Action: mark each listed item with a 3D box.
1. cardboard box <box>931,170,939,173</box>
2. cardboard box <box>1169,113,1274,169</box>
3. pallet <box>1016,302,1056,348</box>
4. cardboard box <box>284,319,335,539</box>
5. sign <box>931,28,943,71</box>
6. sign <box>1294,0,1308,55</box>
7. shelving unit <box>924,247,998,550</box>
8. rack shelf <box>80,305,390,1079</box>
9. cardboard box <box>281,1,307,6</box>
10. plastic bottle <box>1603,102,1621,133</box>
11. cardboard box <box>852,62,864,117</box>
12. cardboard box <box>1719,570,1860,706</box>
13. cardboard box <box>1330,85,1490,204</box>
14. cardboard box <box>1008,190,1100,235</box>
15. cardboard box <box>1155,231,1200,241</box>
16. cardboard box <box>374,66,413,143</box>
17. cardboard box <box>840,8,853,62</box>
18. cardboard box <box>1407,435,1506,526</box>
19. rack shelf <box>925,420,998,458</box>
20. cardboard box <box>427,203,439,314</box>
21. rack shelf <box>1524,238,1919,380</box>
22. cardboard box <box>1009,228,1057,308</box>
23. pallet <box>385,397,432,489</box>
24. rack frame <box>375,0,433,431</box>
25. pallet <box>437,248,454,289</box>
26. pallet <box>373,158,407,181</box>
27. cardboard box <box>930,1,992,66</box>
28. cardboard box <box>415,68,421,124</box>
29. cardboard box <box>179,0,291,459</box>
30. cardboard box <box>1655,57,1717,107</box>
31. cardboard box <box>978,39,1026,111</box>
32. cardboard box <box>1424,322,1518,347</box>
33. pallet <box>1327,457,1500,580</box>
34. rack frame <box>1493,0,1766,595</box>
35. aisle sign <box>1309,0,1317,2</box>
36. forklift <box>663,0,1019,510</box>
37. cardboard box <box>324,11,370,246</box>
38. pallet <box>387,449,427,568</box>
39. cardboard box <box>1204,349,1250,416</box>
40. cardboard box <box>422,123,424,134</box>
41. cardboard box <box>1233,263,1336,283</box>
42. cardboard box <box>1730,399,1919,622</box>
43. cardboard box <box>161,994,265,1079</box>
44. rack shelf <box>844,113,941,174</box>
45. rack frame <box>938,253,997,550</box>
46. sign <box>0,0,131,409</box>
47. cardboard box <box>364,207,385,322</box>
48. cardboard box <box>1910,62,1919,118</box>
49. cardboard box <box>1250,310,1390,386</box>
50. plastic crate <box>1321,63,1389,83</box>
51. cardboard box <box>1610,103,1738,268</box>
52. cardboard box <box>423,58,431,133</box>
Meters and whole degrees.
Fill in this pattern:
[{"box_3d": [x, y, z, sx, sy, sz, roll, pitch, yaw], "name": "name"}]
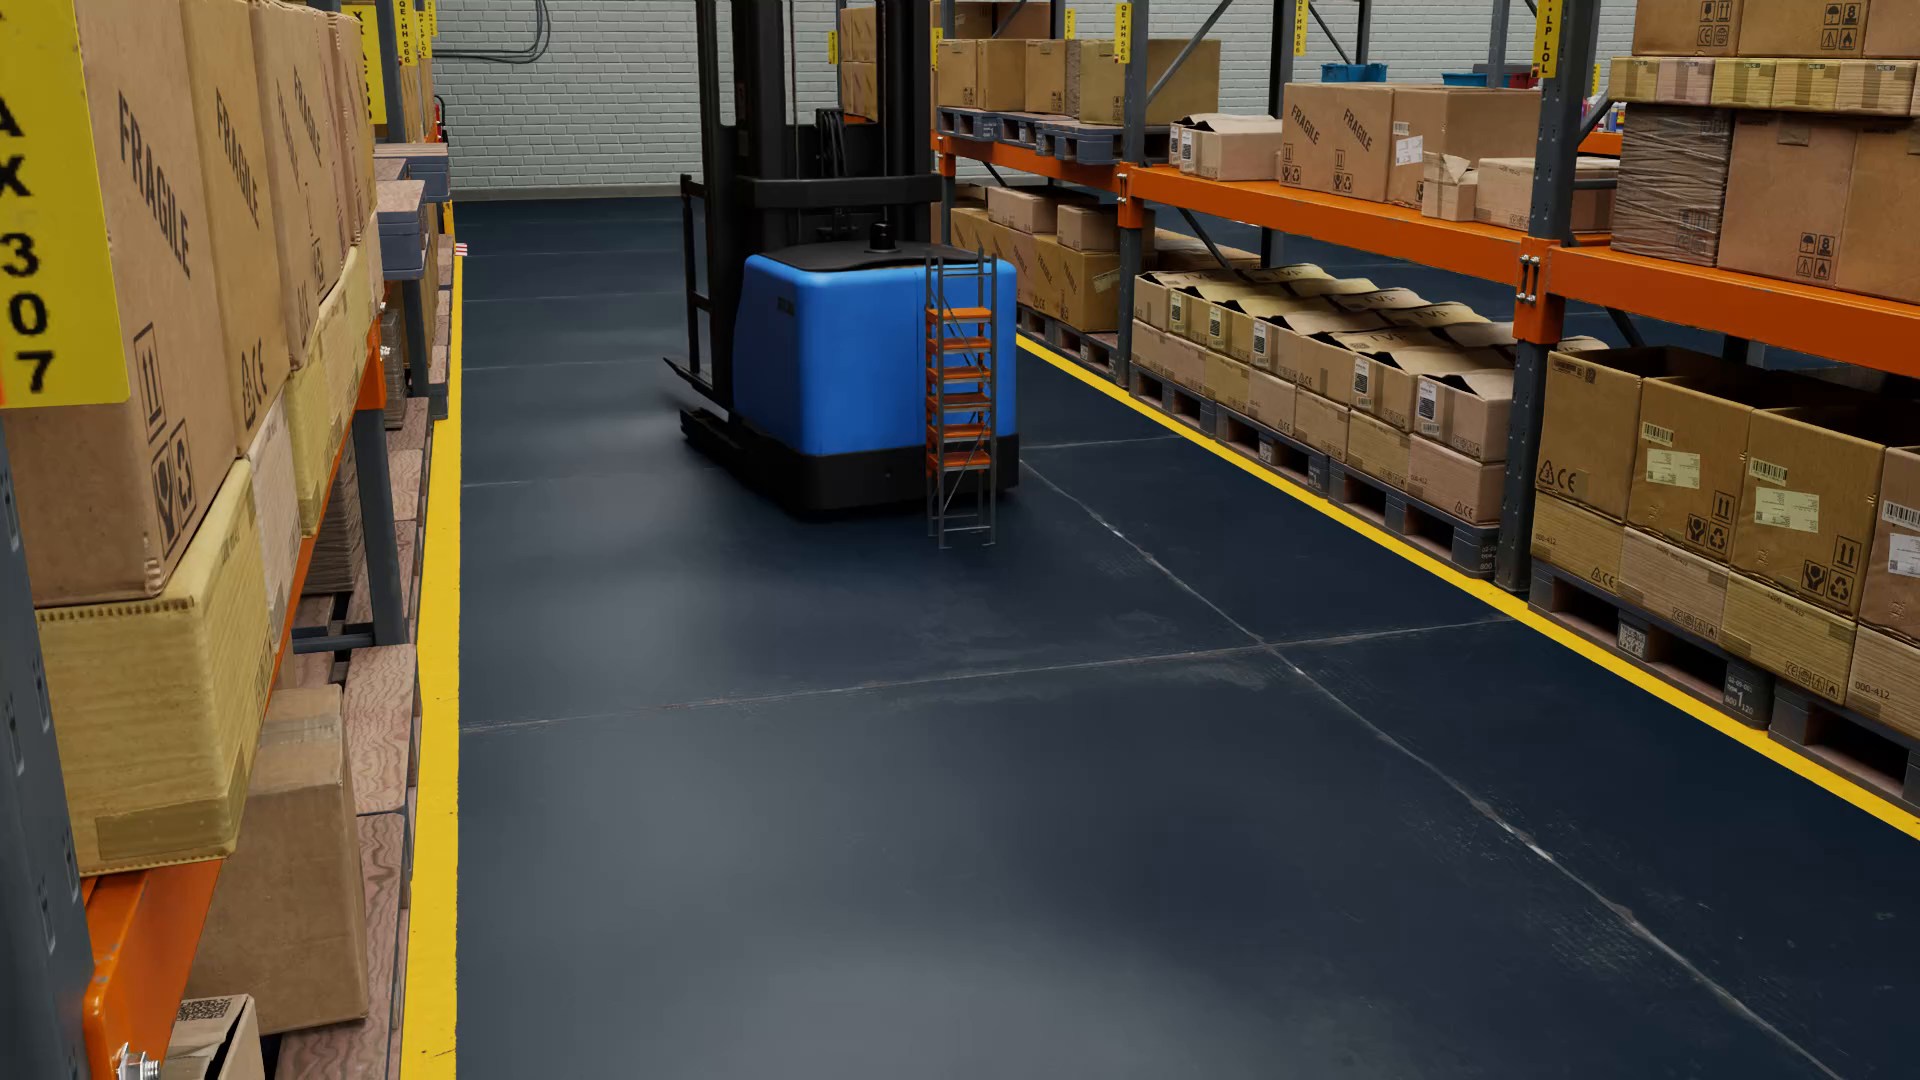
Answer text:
[{"box_3d": [-0.370, -3.488, 16.929, 0.500, 0.500, 0.500, -5, 17, -15], "name": "cardboard box"}, {"box_3d": [1.500, -2.245, 9.368, 0.500, 0.311, 0.500, -4, 17, -12], "name": "cardboard box"}, {"box_3d": [0.941, -1.603, 11.922, 1.003, 0.211, 1.213, -5, 17, -15], "name": "pallet"}, {"box_3d": [-1.241, -0.168, 2.525, 0.500, 0.250, 0.500, -5, 17, -16], "name": "cardboard box"}, {"box_3d": [-0.177, -3.868, 13.111, 0.100, 0.325, 0.005, -5, 17, -15], "name": "sign"}, {"box_3d": [1.975, -2.992, 9.685, 0.100, 0.325, 0.005, -5, 17, -15], "name": "sign"}, {"box_3d": [0.004, -0.571, 6.766, 0.258, 1.200, 0.189, -5, 17, -15], "name": "shelving unit"}, {"box_3d": [-1.671, 0.005, 2.973, 1.077, 0.370, 4.000, -5, 17, -15], "name": "rack shelf"}, {"box_3d": [-3.094, -2.388, 7.622, 0.380, 0.149, 0.250, -8, 18, -24], "name": "cardboard box"}, {"box_3d": [5.185, -3.351, 13.111, 0.152, 0.276, 0.135, -5, 17, -15], "name": "plastic bottle"}, {"box_3d": [-0.741, -4.367, 16.103, 0.500, 0.500, 0.500, -5, 17, -16], "name": "cardboard box"}, {"box_3d": [2.642, 0.260, 4.923, 0.500, 0.250, 0.500, -5, 17, -15], "name": "cardboard box"}, {"box_3d": [2.063, -1.832, 7.662, 0.500, 0.500, 0.500, -5, 17, -15], "name": "cardboard box"}, {"box_3d": [0.654, -2.303, 11.682, 0.500, 0.250, 0.500, -5, 17, -16], "name": "cardboard box"}, {"box_3d": [1.309, -1.838, 11.436, 0.500, 0.500, 0.500, -5, 17, -16], "name": "cardboard box"}, {"box_3d": [-3.207, -2.354, 8.849, 0.500, 0.500, 0.500, -4, 17, -14], "name": "cardboard box"}, {"box_3d": [-0.888, -4.988, 16.433, 0.500, 0.500, 0.500, -4, 17, -14], "name": "cardboard box"}, {"box_3d": [2.148, -0.262, 6.659, 0.500, 0.250, 0.500, -5, 17, -16], "name": "cardboard box"}, {"box_3d": [0.004, -0.413, 6.813, 0.258, 0.103, 0.180, -5, 17, -15], "name": "rack shelf"}, {"box_3d": [-3.869, -1.862, 10.945, 0.750, 0.750, 0.750, -4, 17, -14], "name": "cardboard box"}, {"box_3d": [3.091, -0.388, 4.280, 1.077, 0.370, 4.000, -5, 17, -15], "name": "rack shelf"}, {"box_3d": [0.667, -1.934, 11.756, 0.500, 0.500, 0.500, -5, 18, -17], "name": "cardboard box"}, {"box_3d": [-3.107, -0.448, 8.076, 1.003, 0.211, 1.213, -5, 17, -15], "name": "pallet"}, {"box_3d": [-3.320, -2.000, 8.395, 1.000, 3.000, 0.127, -5, 17, -15], "name": "rack frame"}, {"box_3d": [-4.892, -2.325, 14.326, 1.003, 0.211, 1.213, -5, 17, -15], "name": "pallet"}, {"box_3d": [-2.737, -1.363, 6.610, 1.003, 0.211, 1.213, -5, 17, -15], "name": "pallet"}, {"box_3d": [-0.045, -4.145, 13.625, 0.500, 0.500, 0.500, -5, 17, -15], "name": "cardboard box"}, {"box_3d": [-3.770, -2.918, 10.727, 0.500, 0.500, 0.500, -5, 17, -15], "name": "cardboard box"}, {"box_3d": [-1.090, -0.377, 1.915, 0.500, 0.500, 0.500, -5, 17, -15], "name": "cardboard box"}, {"box_3d": [2.498, -1.485, 5.381, 0.380, 0.149, 0.250, -4, 17, -14], "name": "cardboard box"}, {"box_3d": [0.508, -3.414, 12.199, 0.700, 0.500, 0.500, -2, 17, -6], "name": "cardboard box"}, {"box_3d": [2.391, -0.855, 7.658, 0.500, 0.311, 0.500, -5, 18, -17], "name": "cardboard box"}, {"box_3d": [2.301, -0.151, 7.088, 1.003, 0.211, 1.213, -5, 17, -15], "name": "pallet"}, {"box_3d": [2.541, -1.286, 6.019, 1.000, 3.000, 0.127, -5, 17, -15], "name": "rack frame"}, {"box_3d": [3.702, -6.237, 17.983, 0.394, 0.787, 0.004, -5, 17, -15], "name": "aisle sign"}, {"box_3d": [-0.805, -1.912, 8.222, 1.130, 2.935, 3.031, -7, 18, -23], "name": "forklift"}, {"box_3d": [-1.651, -0.946, 3.810, 0.500, 0.500, 0.500, -5, 17, -16], "name": "cardboard box"}, {"box_3d": [-2.775, -0.111, 6.955, 1.003, 0.211, 1.213, -5, 17, -15], "name": "pallet"}, {"box_3d": [1.591, -0.826, 8.538, 0.500, 0.250, 0.500, -5, 17, -17], "name": "cardboard box"}, {"box_3d": [-3.962, -2.856, 11.648, 0.380, 0.149, 0.250, -4, 17, -14], "name": "cardboard box"}, {"box_3d": [1.823, -1.420, 9.539, 0.500, 0.311, 0.500, -4, 17, -14], "name": "cardboard box"}, {"box_3d": [2.643, -0.100, 4.816, 0.500, 0.500, 0.500, -5, 17, -15], "name": "cardboard box"}, {"box_3d": [-1.382, 0.934, 2.537, 0.500, 0.311, 0.500, -3, 17, -11], "name": "cardboard box"}, {"box_3d": [-0.207, -3.707, 15.331, 1.077, 0.370, 4.000, -5, 17, -15], "name": "rack shelf"}, {"box_3d": [0.029, -0.545, 6.682, 0.240, 1.200, 0.006, -5, 17, -15], "name": "rack frame"}, {"box_3d": [-0.600, -0.244, 1.046, 0.100, 0.325, 0.005, -5, 17, -15], "name": "sign"}, {"box_3d": [-1.799, -0.724, 4.374, 0.500, 0.250, 0.500, -5, 17, -15], "name": "cardboard box"}, {"box_3d": [2.787, -1.199, 4.427, 0.380, 0.149, 0.250, -5, 17, -17], "name": "cardboard box"}, {"box_3d": [1.736, -0.949, 7.972, 0.500, 0.311, 0.500, -5, 17, -16], "name": "cardboard box"}, {"box_3d": [4.279, -4.964, 18.096, 0.616, 0.435, 0.499, -5, 17, -15], "name": "plastic crate"}, {"box_3d": [2.669, -1.211, 5.597, 0.700, 0.500, 0.500, -5, 17, -17], "name": "cardboard box"}, {"box_3d": [-4.748, -3.603, 13.212, 0.980, 0.700, 0.700, -5, 17, -17], "name": "cardboard box"}]
